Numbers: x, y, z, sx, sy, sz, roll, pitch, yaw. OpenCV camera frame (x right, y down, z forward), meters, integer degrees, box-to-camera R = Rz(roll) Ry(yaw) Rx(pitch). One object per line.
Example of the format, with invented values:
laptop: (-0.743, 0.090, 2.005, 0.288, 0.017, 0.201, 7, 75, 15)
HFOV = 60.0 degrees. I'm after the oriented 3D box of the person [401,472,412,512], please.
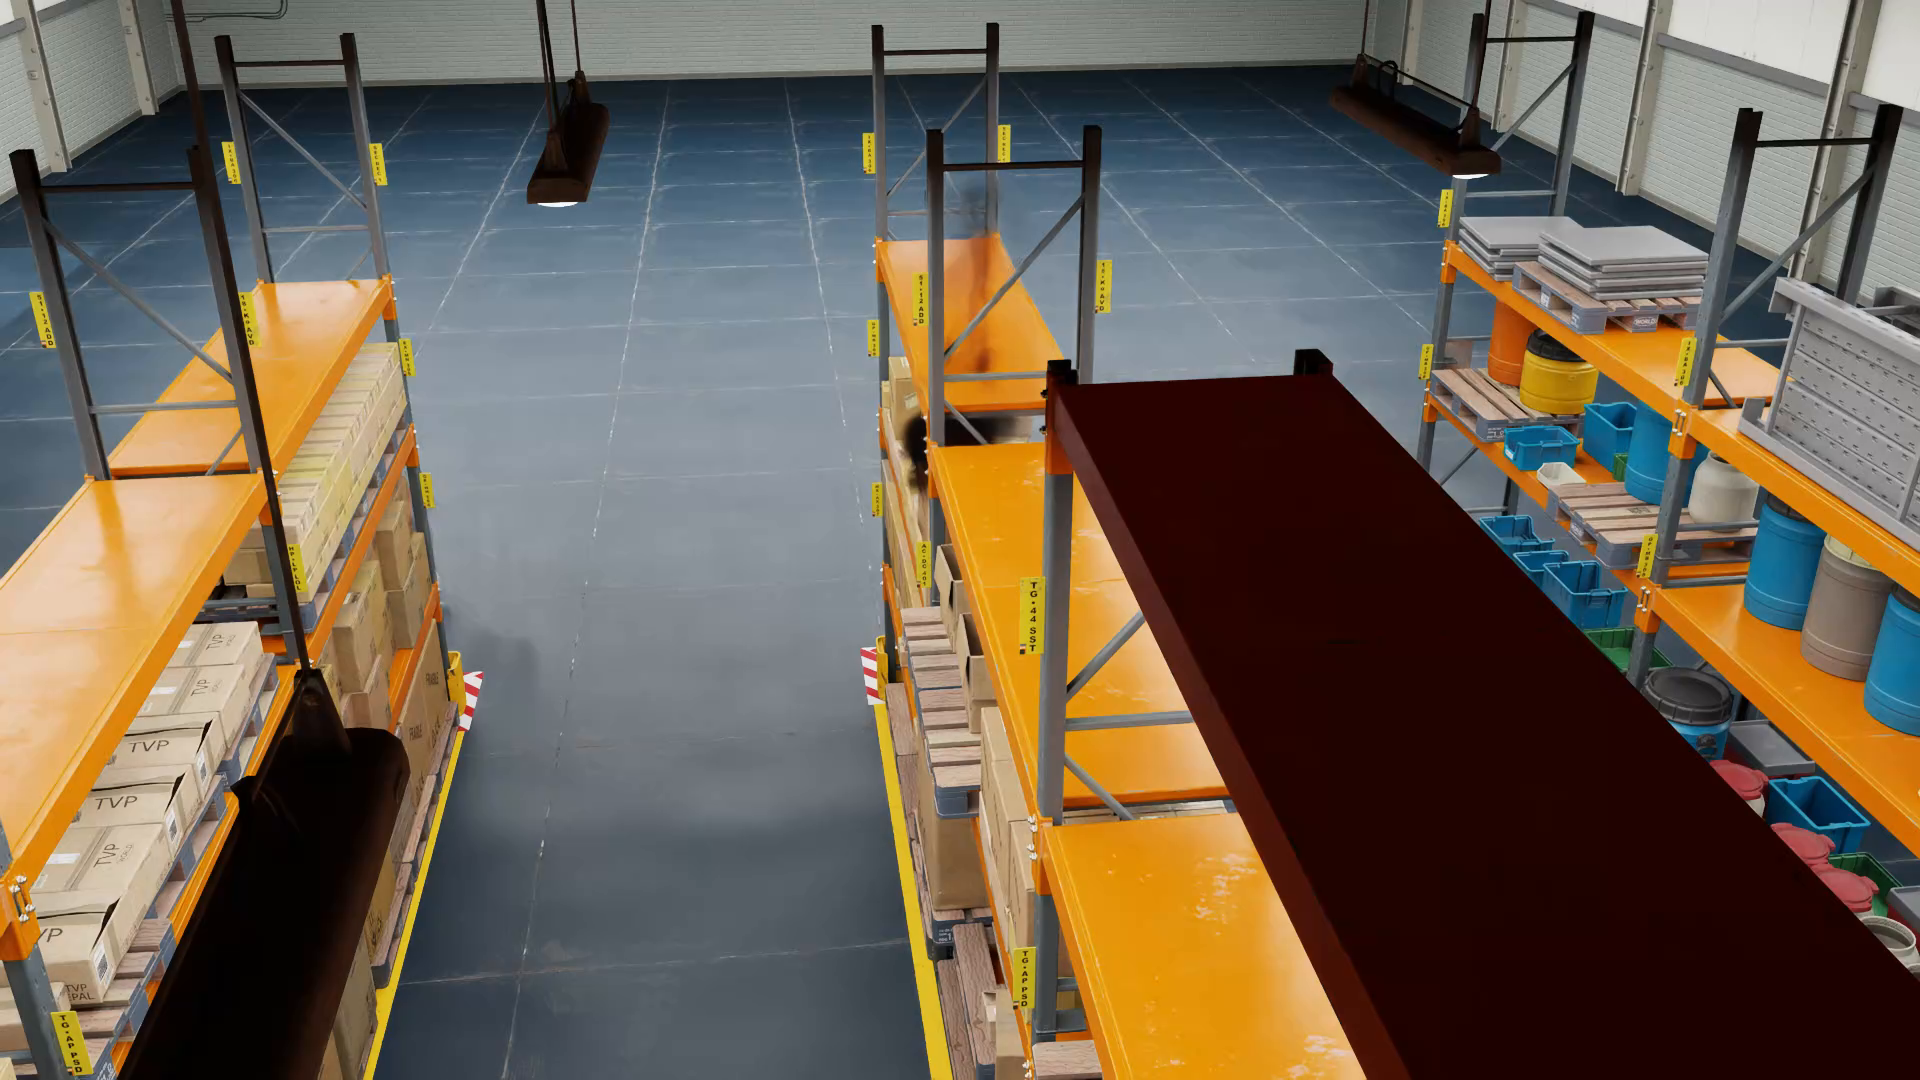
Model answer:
person: (-6.004, -0.257, 17.314, 0.669, 1.531, 0.527, 18, 31, 33)
